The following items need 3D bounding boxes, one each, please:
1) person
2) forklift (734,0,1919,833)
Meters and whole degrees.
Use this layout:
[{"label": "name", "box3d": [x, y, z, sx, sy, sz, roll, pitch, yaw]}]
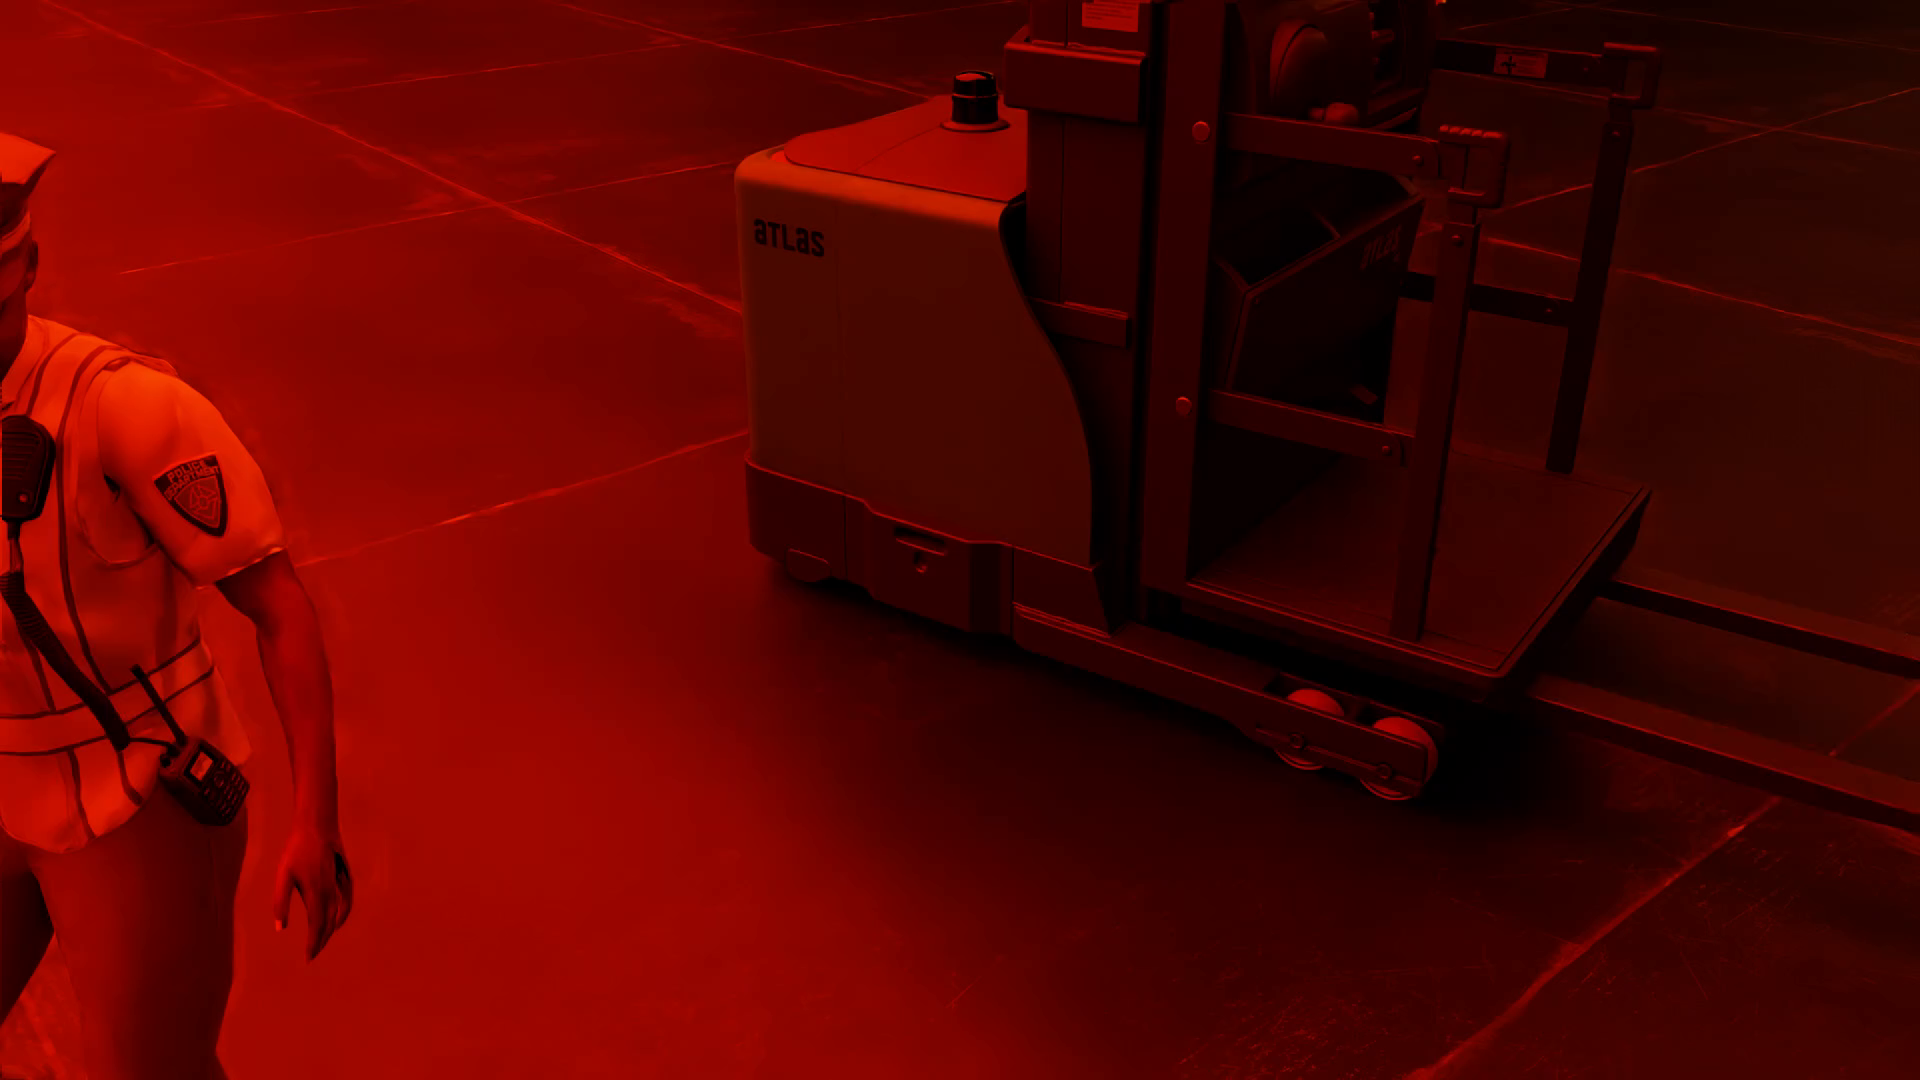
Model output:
[{"label": "person", "box3d": [-1.022, 0.369, 1.950, 0.733, 1.658, 0.461, 5, 27, 9]}, {"label": "forklift", "box3d": [0.951, -1.046, 3.312, 3.031, 2.935, 1.130, 17, 31, 31]}]
